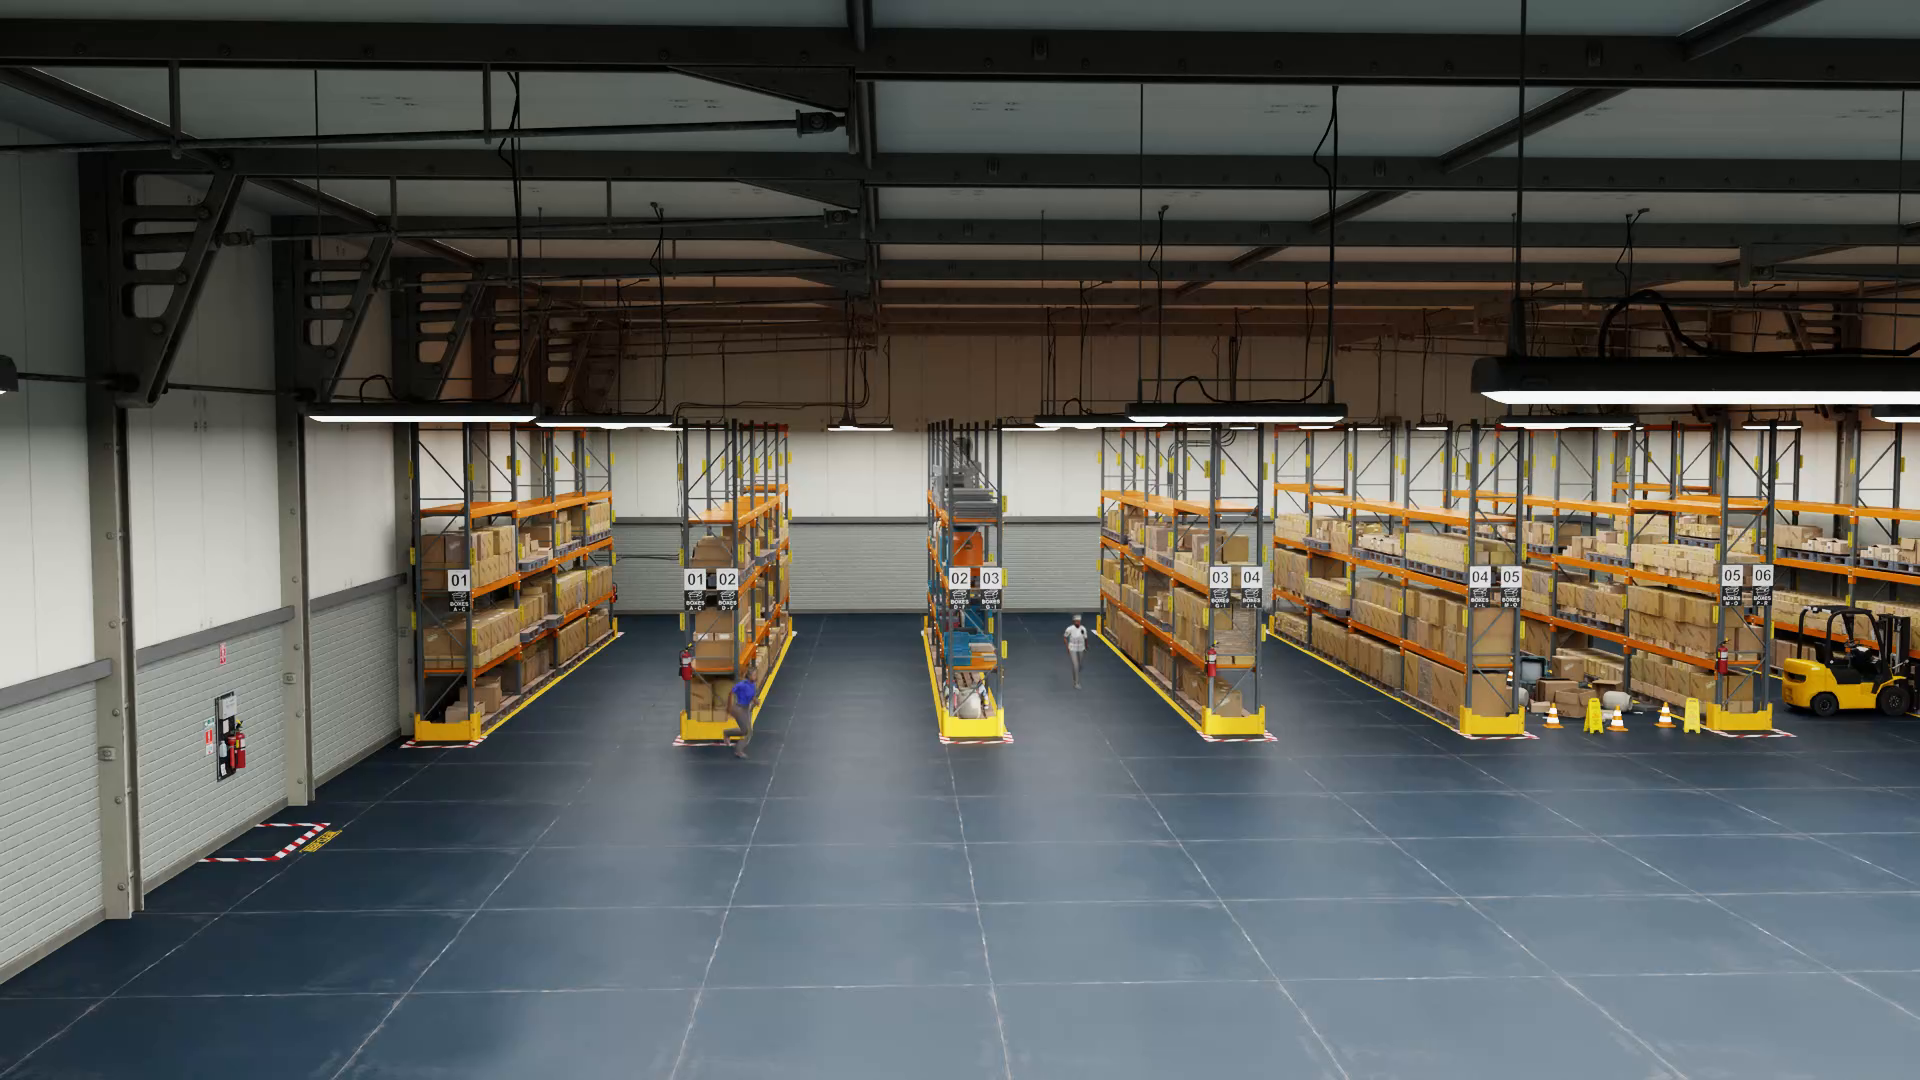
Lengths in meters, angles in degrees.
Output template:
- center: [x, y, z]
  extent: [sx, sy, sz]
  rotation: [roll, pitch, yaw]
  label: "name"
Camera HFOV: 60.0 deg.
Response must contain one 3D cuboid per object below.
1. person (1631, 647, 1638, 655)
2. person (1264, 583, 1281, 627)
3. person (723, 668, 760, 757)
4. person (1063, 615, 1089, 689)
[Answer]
- center: [16.494, 2.317, 40.203]
  extent: [0.579, 1.693, 0.846]
  rotation: [0, 4, -1]
  label: "person"
- center: [9.196, 1.783, 48.665]
  extent: [0.561, 1.652, 0.594]
  rotation: [-1, 4, -22]
  label: "person"
- center: [-3.886, 3.063, 29.546]
  extent: [0.701, 1.593, 0.564]
  rotation: [1, 4, 21]
  label: "person"
- center: [2.601, 2.498, 37.614]
  extent: [0.541, 1.668, 0.780]
  rotation: [-1, 4, -12]
  label: "person"
